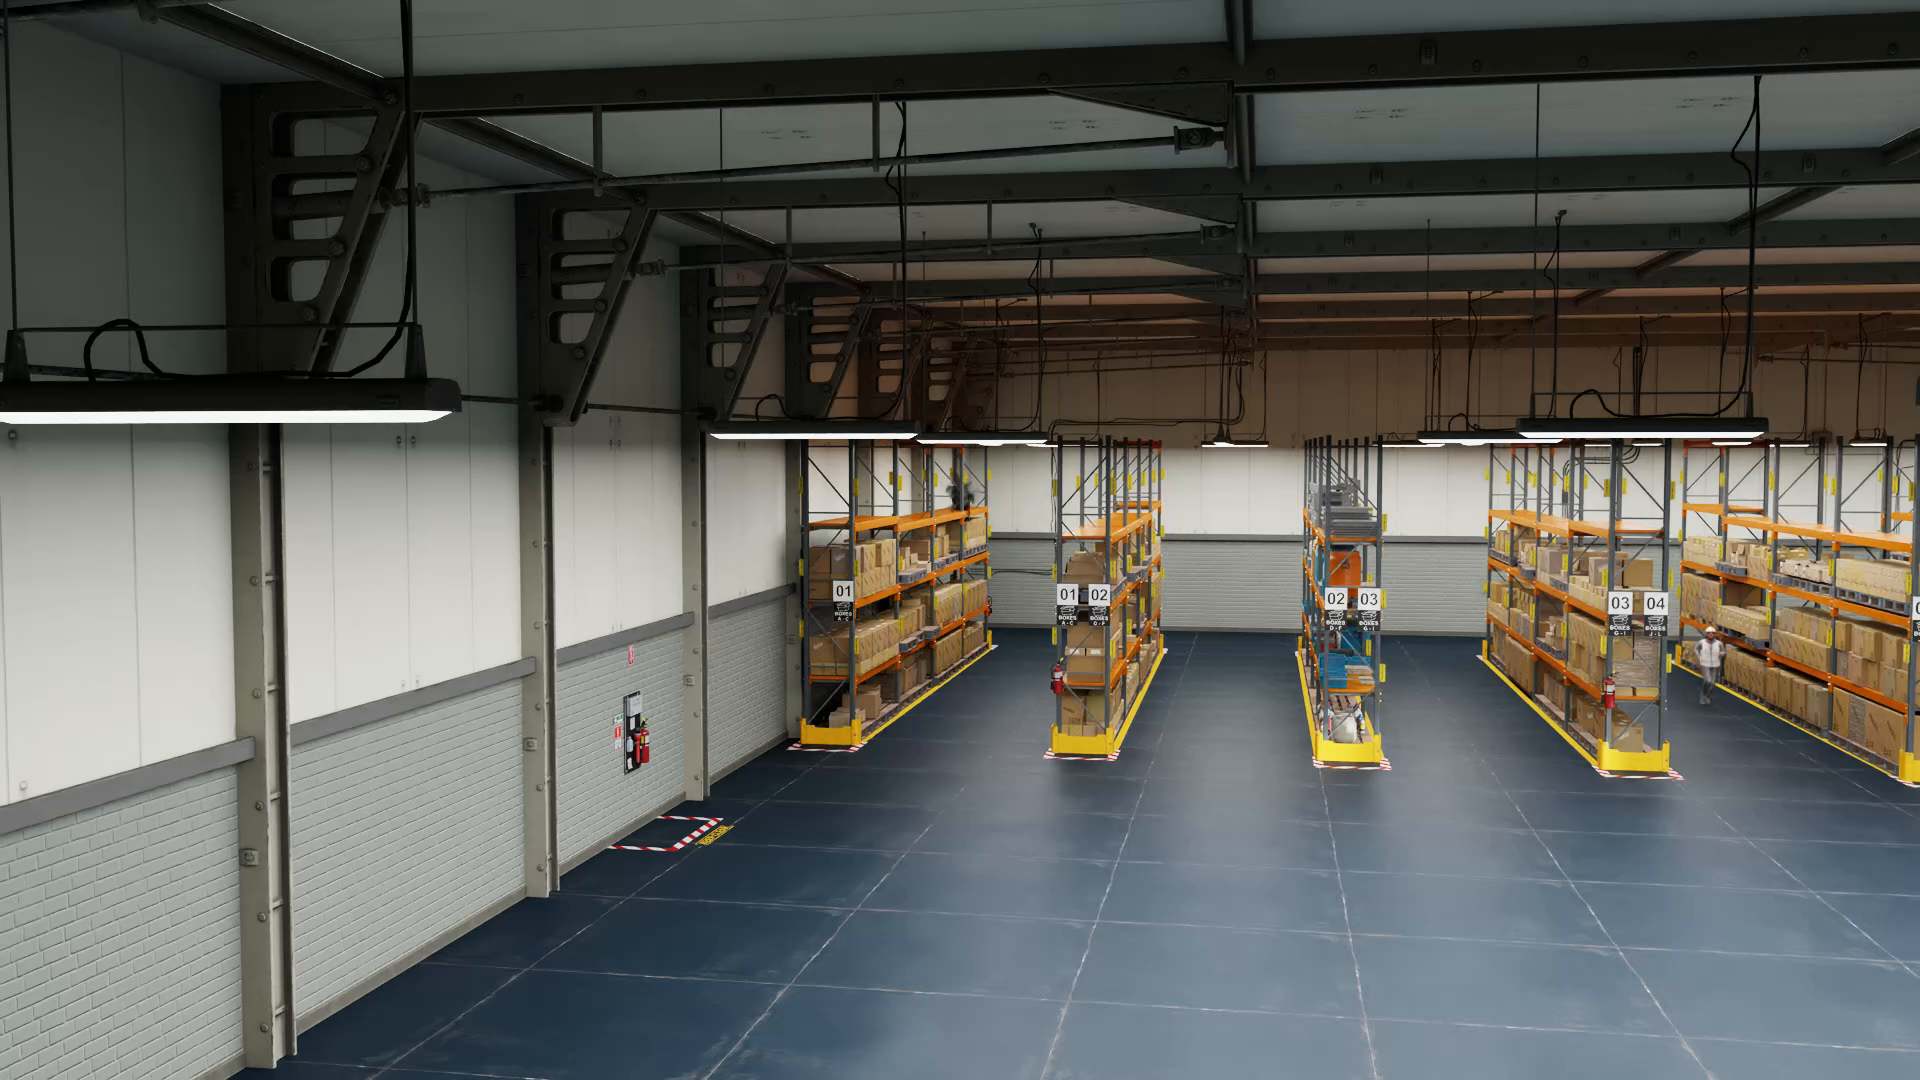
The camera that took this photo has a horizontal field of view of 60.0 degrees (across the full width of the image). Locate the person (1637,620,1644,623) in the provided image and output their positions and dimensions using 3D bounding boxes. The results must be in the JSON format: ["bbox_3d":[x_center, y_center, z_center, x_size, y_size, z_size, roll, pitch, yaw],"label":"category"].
[{"bbox_3d":[17.691,2.559,42.780,0.673,1.780,0.826,1,3,17],"label":"person"}]

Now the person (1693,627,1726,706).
[{"bbox_3d":[16.820,2.837,37.257,0.631,1.788,0.704,1,3,11],"label":"person"}]
